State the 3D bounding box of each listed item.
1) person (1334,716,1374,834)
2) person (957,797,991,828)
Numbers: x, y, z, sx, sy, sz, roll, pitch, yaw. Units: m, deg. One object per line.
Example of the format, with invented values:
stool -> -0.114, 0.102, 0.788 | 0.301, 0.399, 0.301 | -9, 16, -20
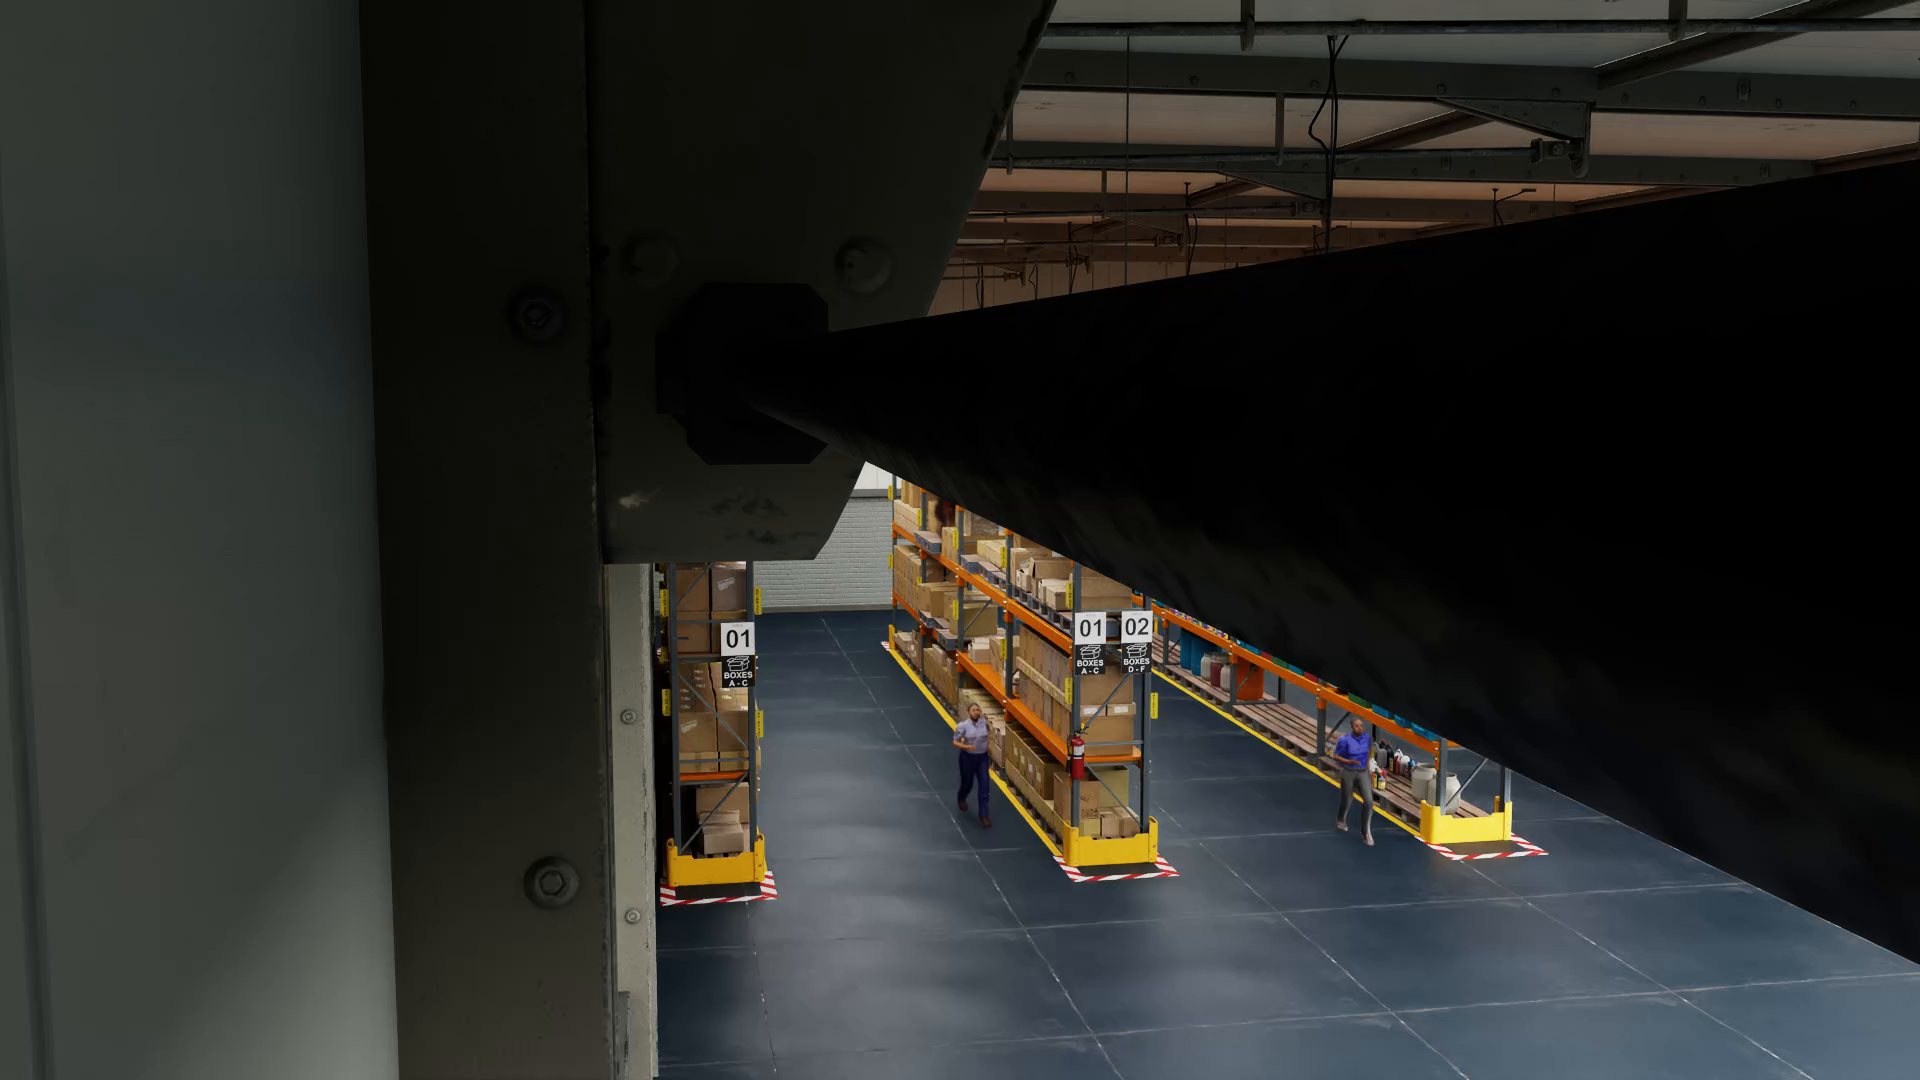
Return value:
person -> 5.207, 3.066, 21.989 | 0.590, 1.522, 0.782 | -1, 6, -5
person -> 0.188, 3.667, 22.880 | 0.248, 0.381, 0.925 | -2, 6, -18
